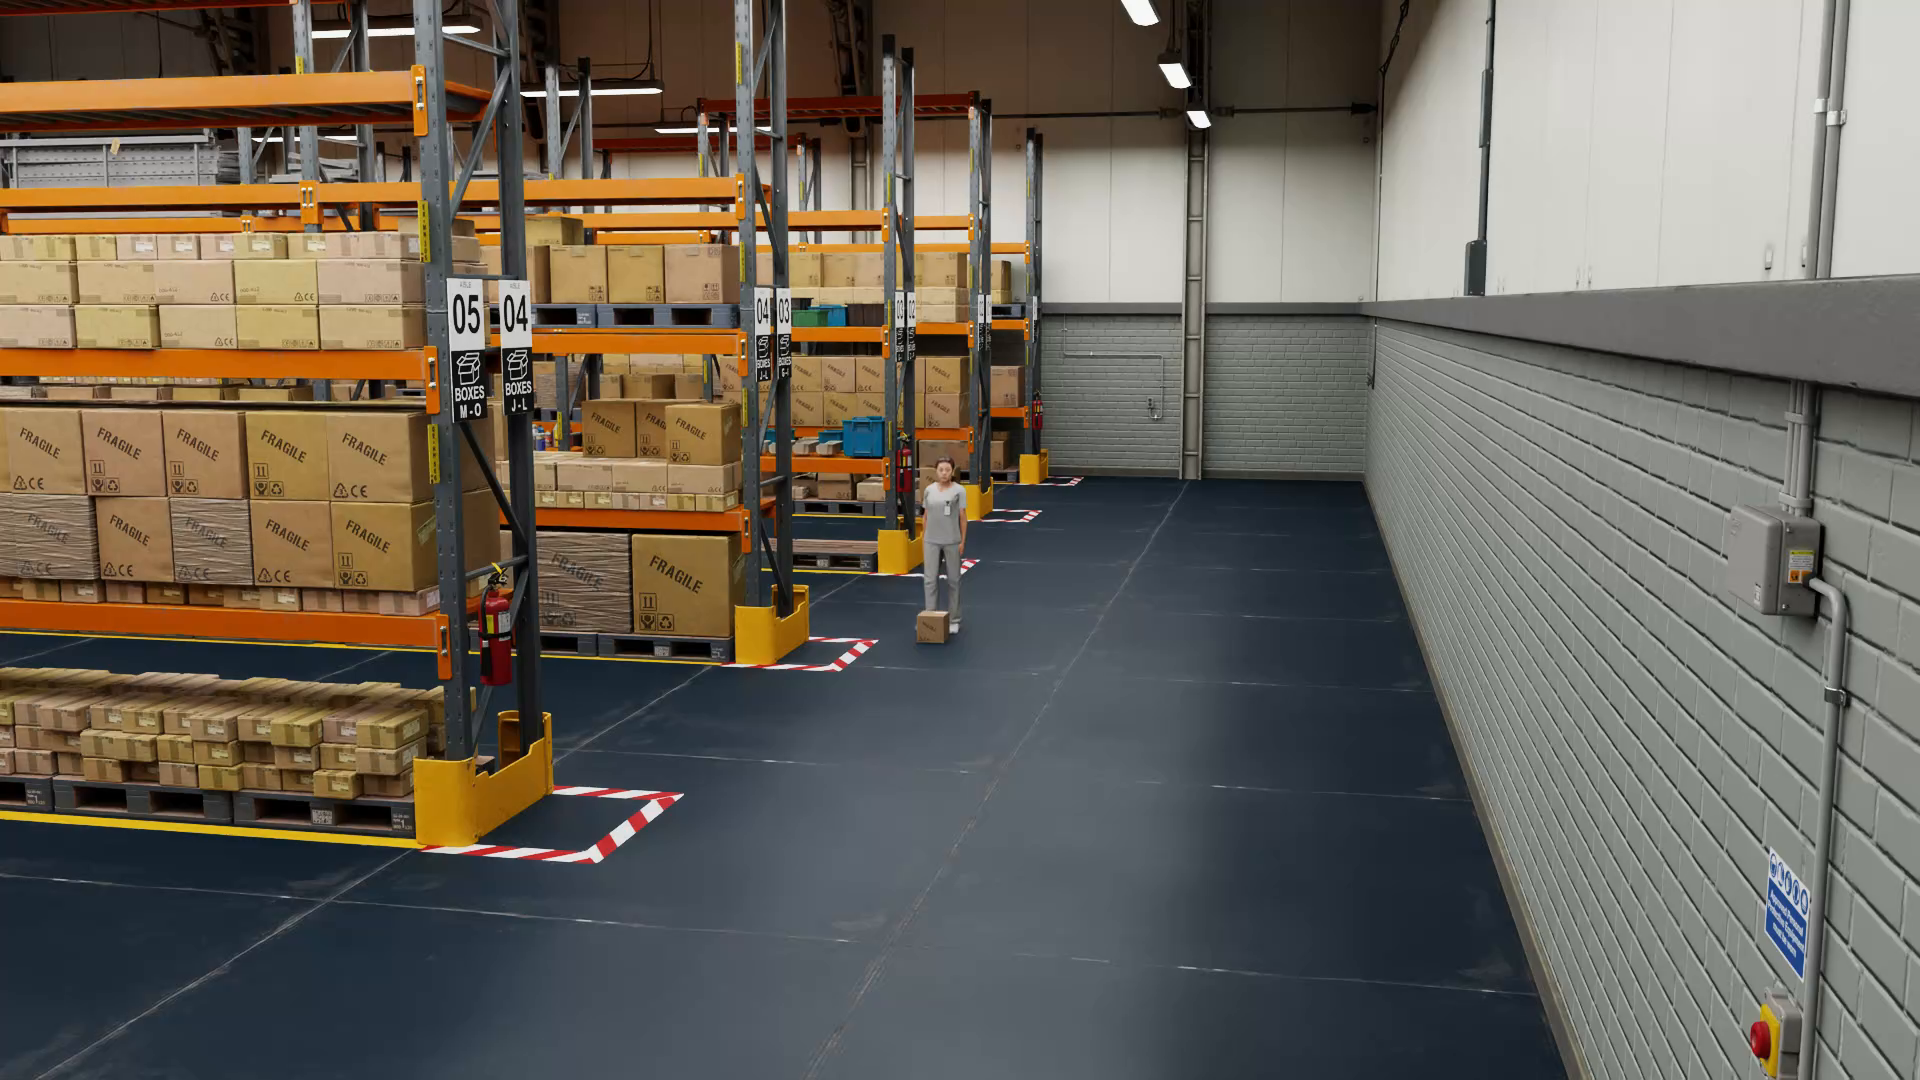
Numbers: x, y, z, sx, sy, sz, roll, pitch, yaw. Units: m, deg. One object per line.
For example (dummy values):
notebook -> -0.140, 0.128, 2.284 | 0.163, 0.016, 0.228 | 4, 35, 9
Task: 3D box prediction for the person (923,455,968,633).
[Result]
person -> -0.143, 0.033, 15.626 | 0.438, 1.674, 0.364 | 2, 8, 12
